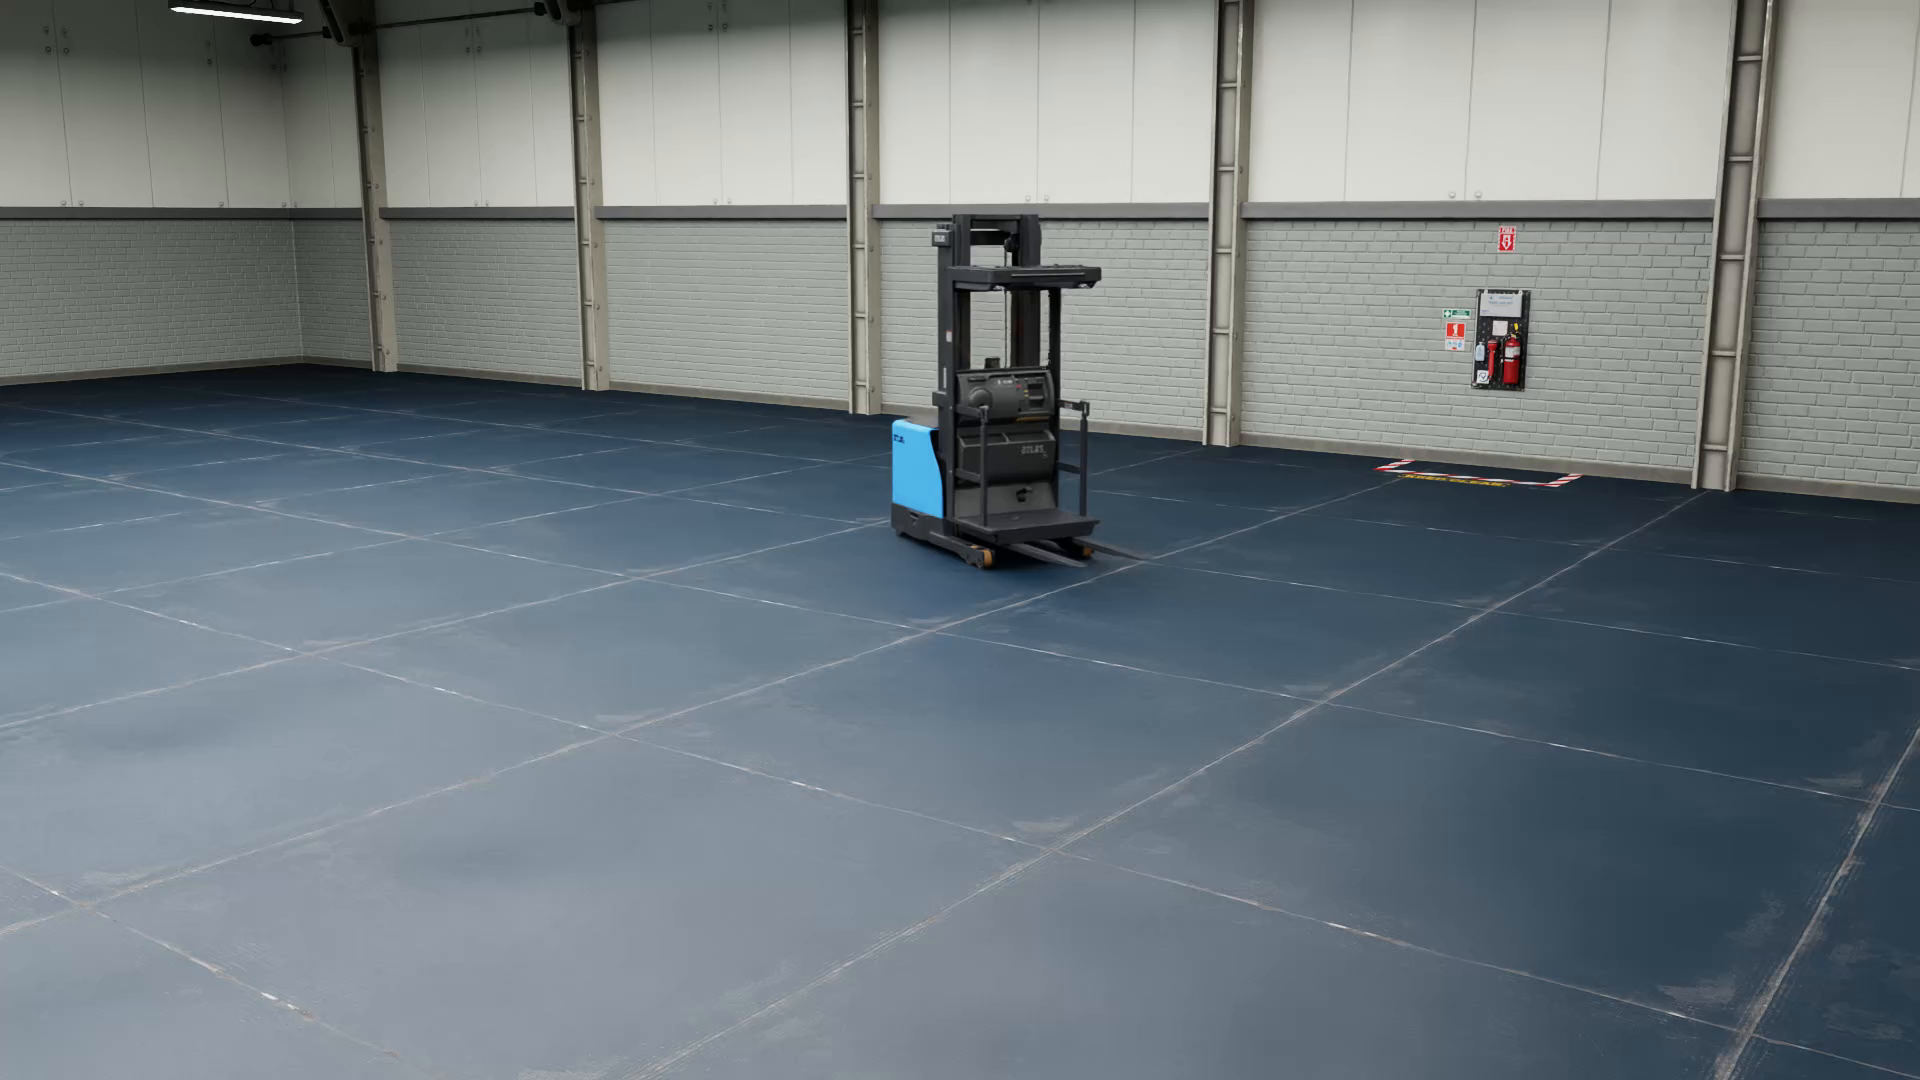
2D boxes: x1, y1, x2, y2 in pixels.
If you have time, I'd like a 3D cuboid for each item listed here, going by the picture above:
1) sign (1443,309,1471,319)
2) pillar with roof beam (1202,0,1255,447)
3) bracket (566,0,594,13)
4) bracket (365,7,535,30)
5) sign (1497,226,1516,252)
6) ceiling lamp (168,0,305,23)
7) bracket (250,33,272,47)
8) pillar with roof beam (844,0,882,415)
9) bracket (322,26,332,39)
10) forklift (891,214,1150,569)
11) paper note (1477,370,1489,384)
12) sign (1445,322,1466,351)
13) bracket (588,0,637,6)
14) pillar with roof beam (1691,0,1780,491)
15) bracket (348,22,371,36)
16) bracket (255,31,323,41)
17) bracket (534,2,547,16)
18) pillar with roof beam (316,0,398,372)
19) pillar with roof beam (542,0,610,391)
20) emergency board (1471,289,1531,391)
[{"bbox_3d":[5.887,-2.679,19.712,0.331,0.109,0.001,8,13,36],"label":"sign"},{"bbox_3d":[0.858,-5.003,17.417,0.400,9.000,9.100,8,13,36],"label":"pillar with roof beam"},{"bbox_3d":[-6.141,-8.677,26.933,0.430,0.232,0.235,8,13,36],"label":"bracket"},{"bbox_3d":[-8.901,-9.062,28.923,4.783,0.066,0.076,8,13,36],"label":"bracket"},{"bbox_3d":[6.326,-3.480,19.236,0.199,0.298,0.001,8,13,36],"label":"sign"},{"bbox_3d":[-10.923,-9.357,24.559,0.800,3.185,2.000,8,13,36],"label":"ceiling lamp"},{"bbox_3d":[-13.557,-9.711,32.280,0.430,0.232,0.235,8,13,36],"label":"bracket"},{"bbox_3d":[-3.978,-5.677,20.904,0.400,9.000,9.100,8,13,36],"label":"pillar with roof beam"},{"bbox_3d":[-11.646,-9.445,30.902,0.430,0.232,0.235,8,13,36],"label":"bracket"},{"bbox_3d":[0.505,-1.294,14.221,1.130,2.935,3.031,-6,12,-28],"label":"forklift"},{"bbox_3d":[6.171,-1.923,19.614,0.142,0.148,0.016,8,13,36],"label":"paper note"},{"bbox_3d":[5.889,-2.421,19.772,0.234,0.329,0.001,8,13,36],"label":"sign"},{"bbox_3d":[-4.065,-8.387,25.436,4.783,0.066,0.076,8,13,36],"label":"bracket"},{"bbox_3d":[5.694,-4.328,13.930,0.400,9.000,9.100,8,13,36],"label":"pillar with roof beam"},{"bbox_3d":[-10.977,-9.352,30.420,0.430,0.232,0.235,8,13,36],"label":"bracket"},{"bbox_3d":[-13.080,-9.645,31.936,3.189,0.066,0.076,8,13,36],"label":"bracket"},{"bbox_3d":[-6.810,-8.770,27.416,0.430,0.232,0.235,8,13,36],"label":"bracket"},{"bbox_3d":[-13.650,-7.026,27.877,0.548,9.000,9.100,8,13,36],"label":"pillar with roof beam"},{"bbox_3d":[-8.814,-6.352,24.391,0.548,9.000,9.100,8,13,36],"label":"pillar with roof beam"},{"bbox_3d":[6.273,-2.325,19.373,0.643,1.169,0.194,8,13,36],"label":"emergency board"}]
